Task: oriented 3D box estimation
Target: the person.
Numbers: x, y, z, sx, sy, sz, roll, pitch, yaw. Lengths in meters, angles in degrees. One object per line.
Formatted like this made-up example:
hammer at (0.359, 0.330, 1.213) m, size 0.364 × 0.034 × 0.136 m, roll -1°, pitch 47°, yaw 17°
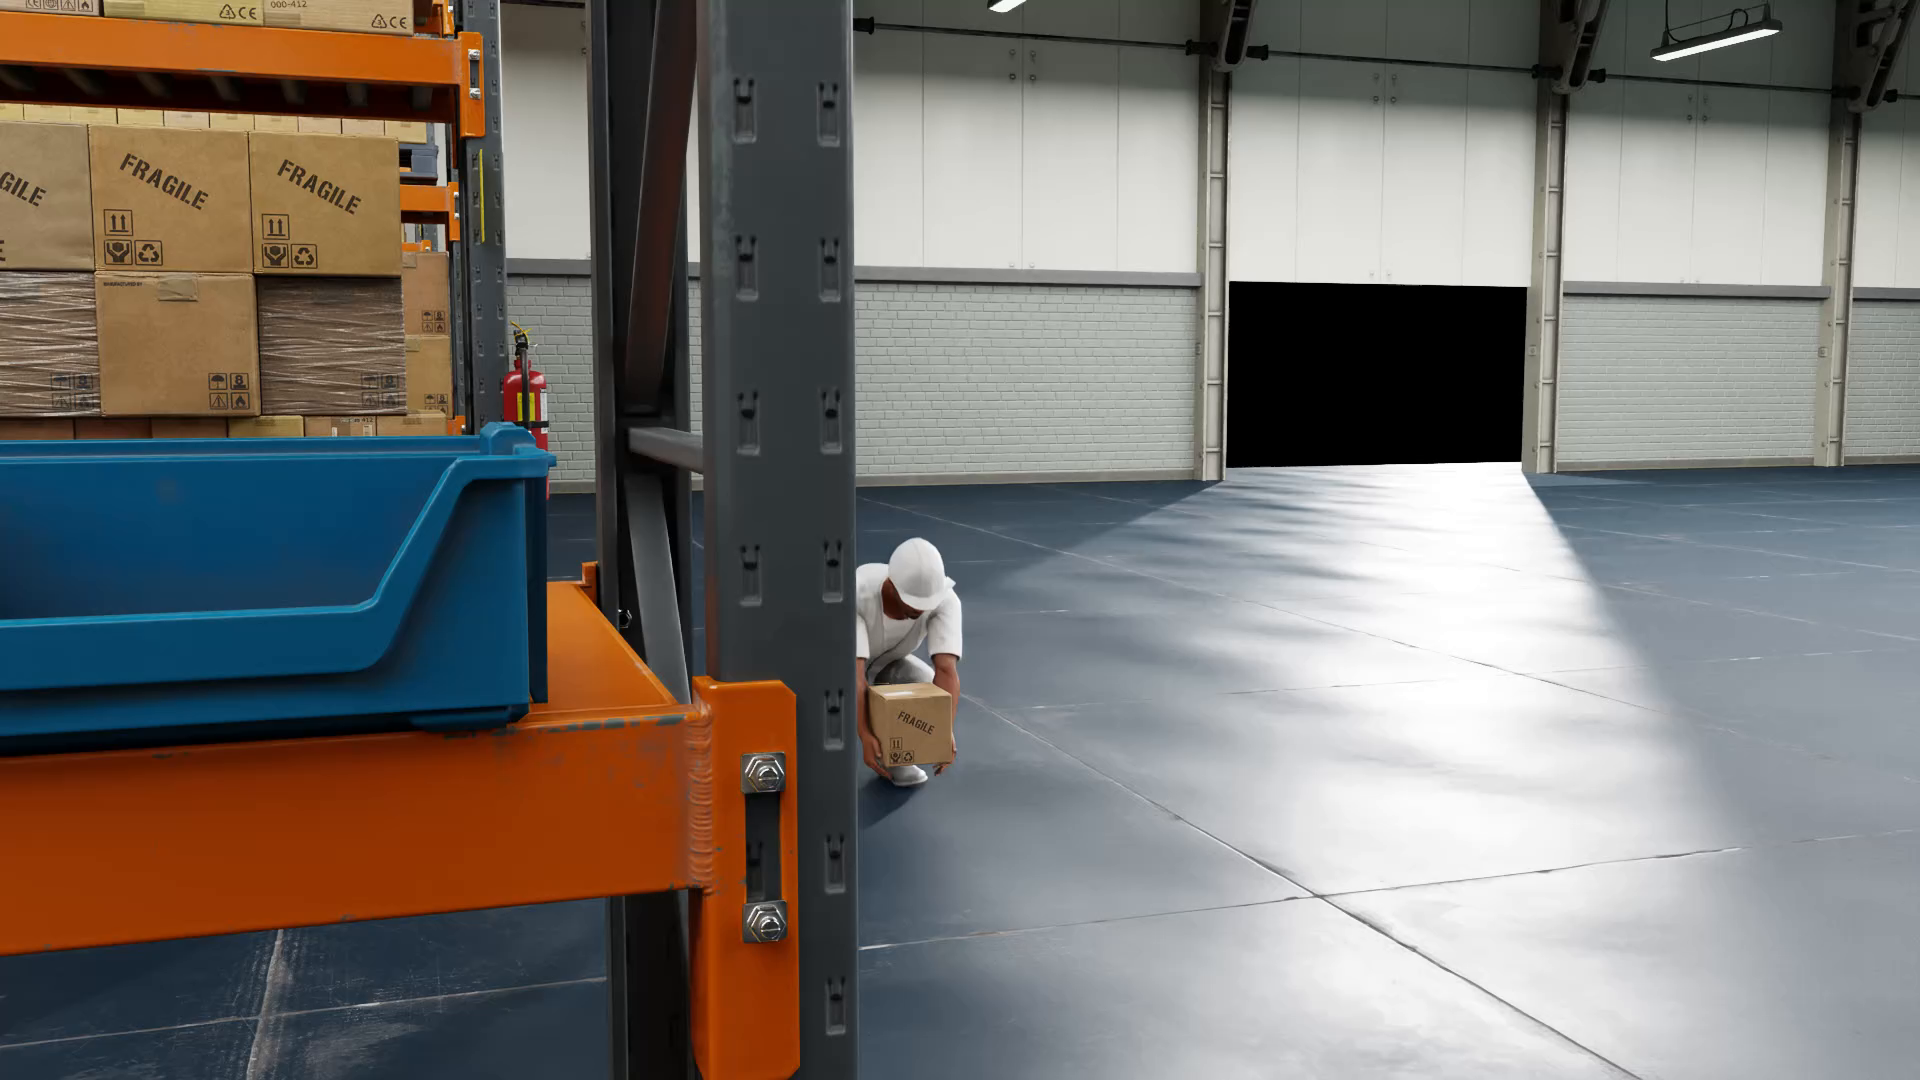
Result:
person at (-0.271, 0.470, 6.395) m, size 0.544 × 1.005 × 0.913 m, roll -2°, pitch 6°, yaw -20°
